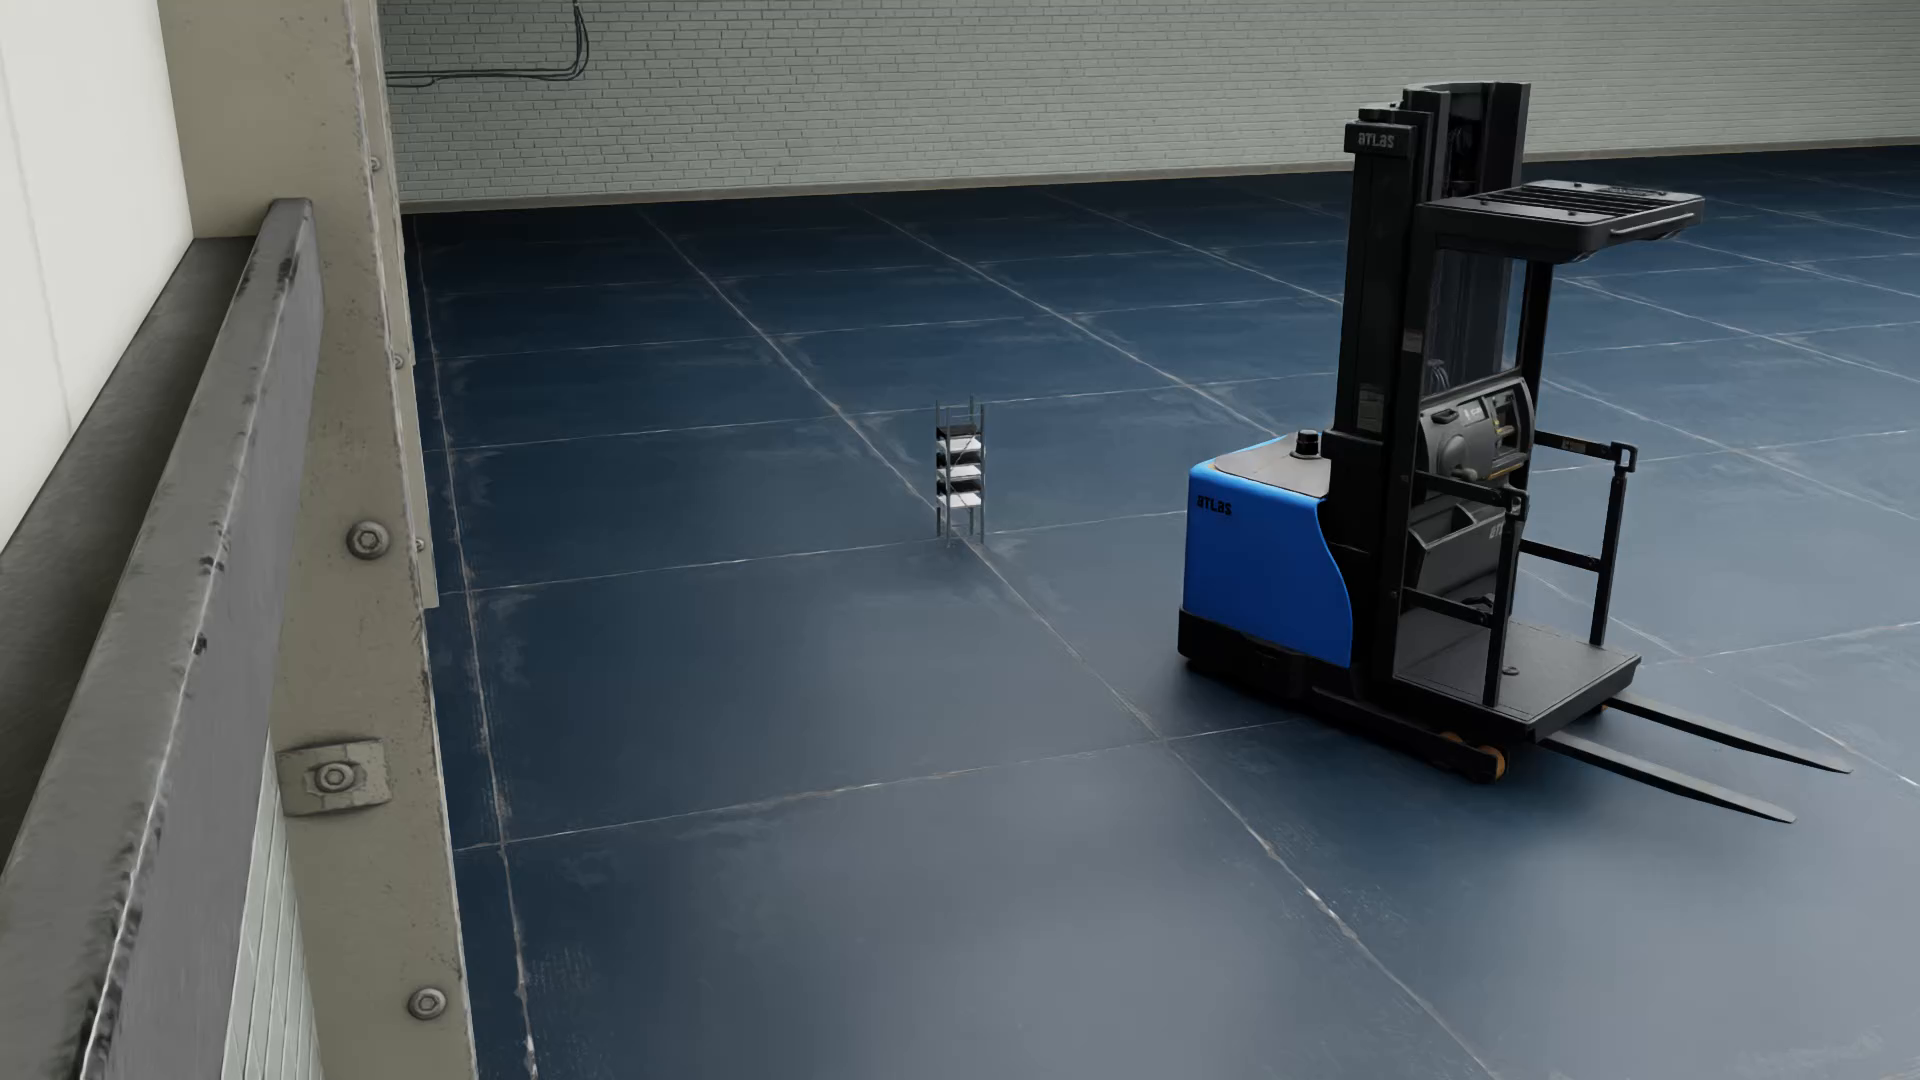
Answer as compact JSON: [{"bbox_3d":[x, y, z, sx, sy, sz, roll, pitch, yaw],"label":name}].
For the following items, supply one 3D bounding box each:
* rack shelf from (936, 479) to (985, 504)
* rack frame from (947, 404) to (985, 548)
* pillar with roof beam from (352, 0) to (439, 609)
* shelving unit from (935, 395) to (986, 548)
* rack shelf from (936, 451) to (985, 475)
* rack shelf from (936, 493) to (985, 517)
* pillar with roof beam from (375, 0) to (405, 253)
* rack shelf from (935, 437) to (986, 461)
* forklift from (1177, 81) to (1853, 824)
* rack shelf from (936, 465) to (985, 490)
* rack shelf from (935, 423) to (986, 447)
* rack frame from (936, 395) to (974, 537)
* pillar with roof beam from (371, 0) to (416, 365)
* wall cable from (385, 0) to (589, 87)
[{"bbox_3d":[0.003,-0.305,10.299,0.258,0.077,0.200,-6,21,-17],"label":"rack shelf"},{"bbox_3d":[0.034,-0.388,10.166,0.240,0.900,0.006,-6,21,-17],"label":"rack frame"},{"bbox_3d":[0.944,-4.363,9.251,9.100,9.000,0.400,-6,21,-17],"label":"pillar with roof beam"},{"bbox_3d":[0.003,-0.421,10.257,0.258,0.900,0.210,-6,21,-17],"label":"shelving unit"},{"bbox_3d":[0.003,-0.474,10.238,0.258,0.077,0.200,-6,21,-17],"label":"rack shelf"},{"bbox_3d":[0.003,-0.220,10.329,0.258,0.077,0.200,-6,21,-17],"label":"rack shelf"},{"bbox_3d":[-2.828,-8.214,19.972,9.100,9.000,0.400,-6,21,-17],"label":"pillar with roof beam"},{"bbox_3d":[0.003,-0.559,10.208,0.258,0.077,0.200,-6,21,-17],"label":"rack shelf"},{"bbox_3d":[2.507,-0.492,7.450,1.130,2.935,3.031,-18,26,-41],"label":"forklift"},{"bbox_3d":[0.003,-0.390,10.268,0.258,0.077,0.200,-6,21,-17],"label":"rack shelf"},{"bbox_3d":[0.003,-0.644,10.177,0.258,0.077,0.200,-6,21,-17],"label":"rack shelf"},{"bbox_3d":[-0.029,-0.454,10.348,0.240,0.900,0.006,-6,21,-17],"label":"rack frame"},{"bbox_3d":[-0.942,-6.288,14.612,9.100,9.000,0.400,-6,21,-17],"label":"pillar with roof beam"},{"bbox_3d":[-6.585,-7.381,22.247,3.097,2.526,0.112,-6,21,-17],"label":"wall cable"}]
